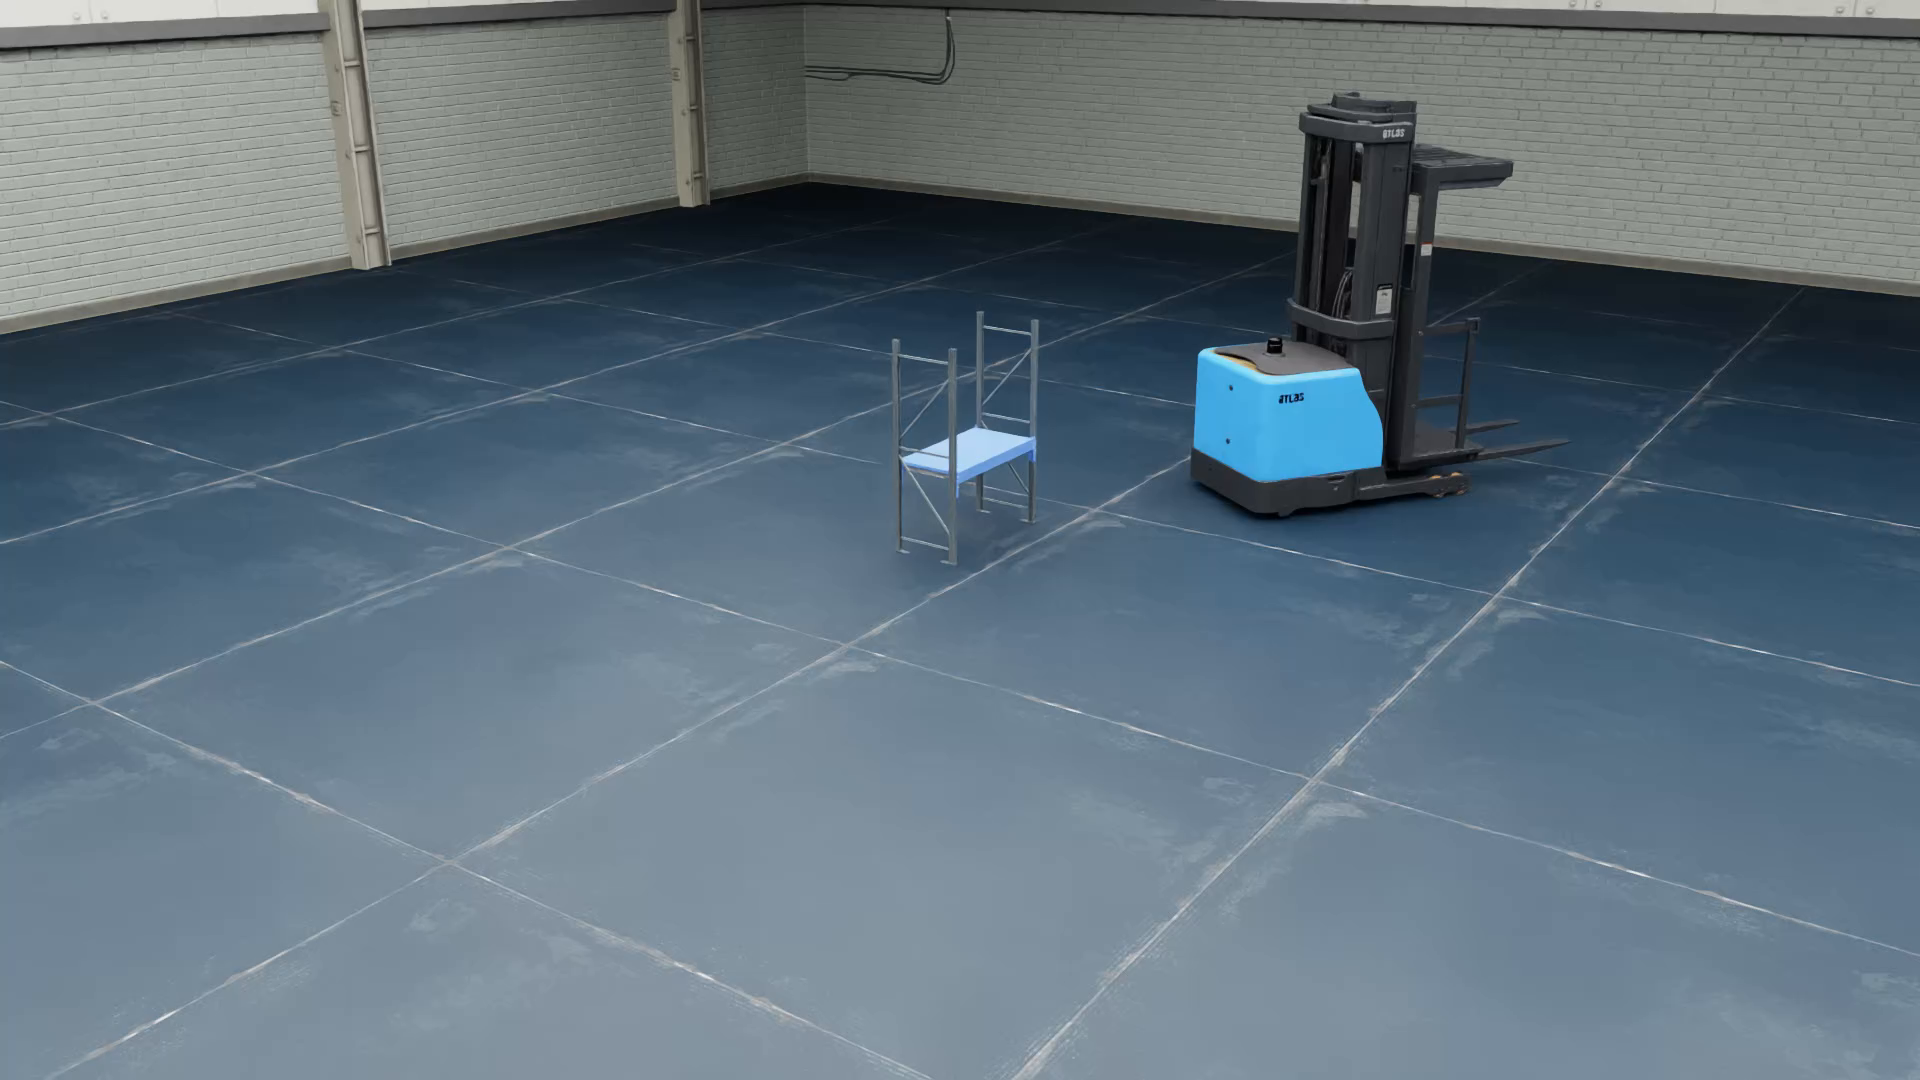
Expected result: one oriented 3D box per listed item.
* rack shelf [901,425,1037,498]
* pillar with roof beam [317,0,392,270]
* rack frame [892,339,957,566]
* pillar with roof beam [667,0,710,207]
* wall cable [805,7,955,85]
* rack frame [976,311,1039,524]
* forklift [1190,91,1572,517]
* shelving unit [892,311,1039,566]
[{"bbox_3d":[0.048,-0.559,11.633,0.538,0.185,1.000,13,24,32],"label":"rack shelf"},{"bbox_3d":[-3.939,-6.868,17.362,9.100,9.000,0.400,13,24,32],"label":"pillar with roof beam"},{"bbox_3d":[-0.238,-0.582,11.177,0.500,1.500,0.032,13,24,32],"label":"rack frame"},{"bbox_3d":[-0.566,-8.590,22.016,9.100,9.000,0.400,13,24,32],"label":"pillar with roof beam"},{"bbox_3d":[-1.377,-8.561,26.413,3.097,2.526,0.112,13,24,32],"label":"wall cable"},{"bbox_3d":[0.334,-0.874,11.965,0.500,1.500,0.032,13,24,32],"label":"rack frame"},{"bbox_3d":[3.353,-1.858,12.563,3.031,2.935,1.130,-8,22,-21],"label":"forklift"},{"bbox_3d":[0.048,-0.728,11.571,0.538,1.500,1.048,13,24,32],"label":"shelving unit"}]
